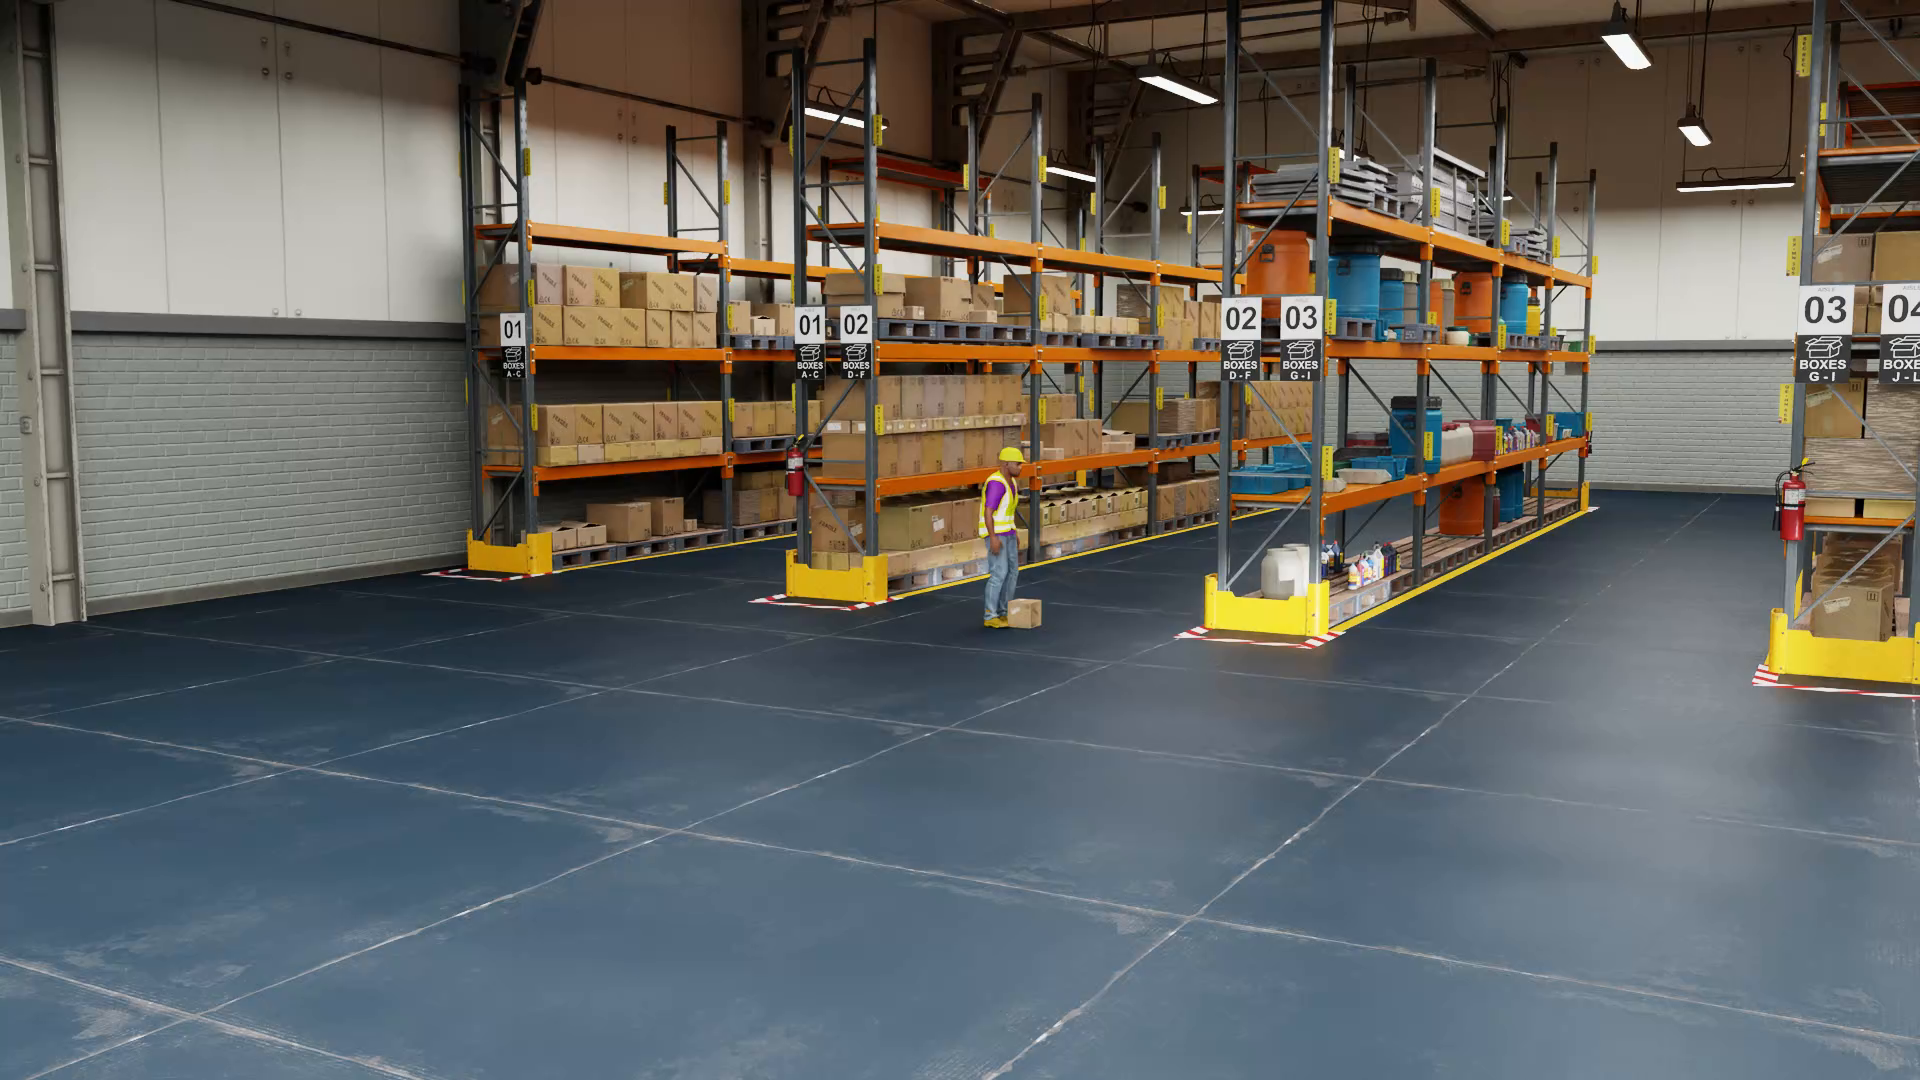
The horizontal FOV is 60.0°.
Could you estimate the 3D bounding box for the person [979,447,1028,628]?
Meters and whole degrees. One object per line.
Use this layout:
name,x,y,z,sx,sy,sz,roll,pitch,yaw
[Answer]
person,0.433,-0.037,16.416,0.460,1.759,0.634,3,7,25
